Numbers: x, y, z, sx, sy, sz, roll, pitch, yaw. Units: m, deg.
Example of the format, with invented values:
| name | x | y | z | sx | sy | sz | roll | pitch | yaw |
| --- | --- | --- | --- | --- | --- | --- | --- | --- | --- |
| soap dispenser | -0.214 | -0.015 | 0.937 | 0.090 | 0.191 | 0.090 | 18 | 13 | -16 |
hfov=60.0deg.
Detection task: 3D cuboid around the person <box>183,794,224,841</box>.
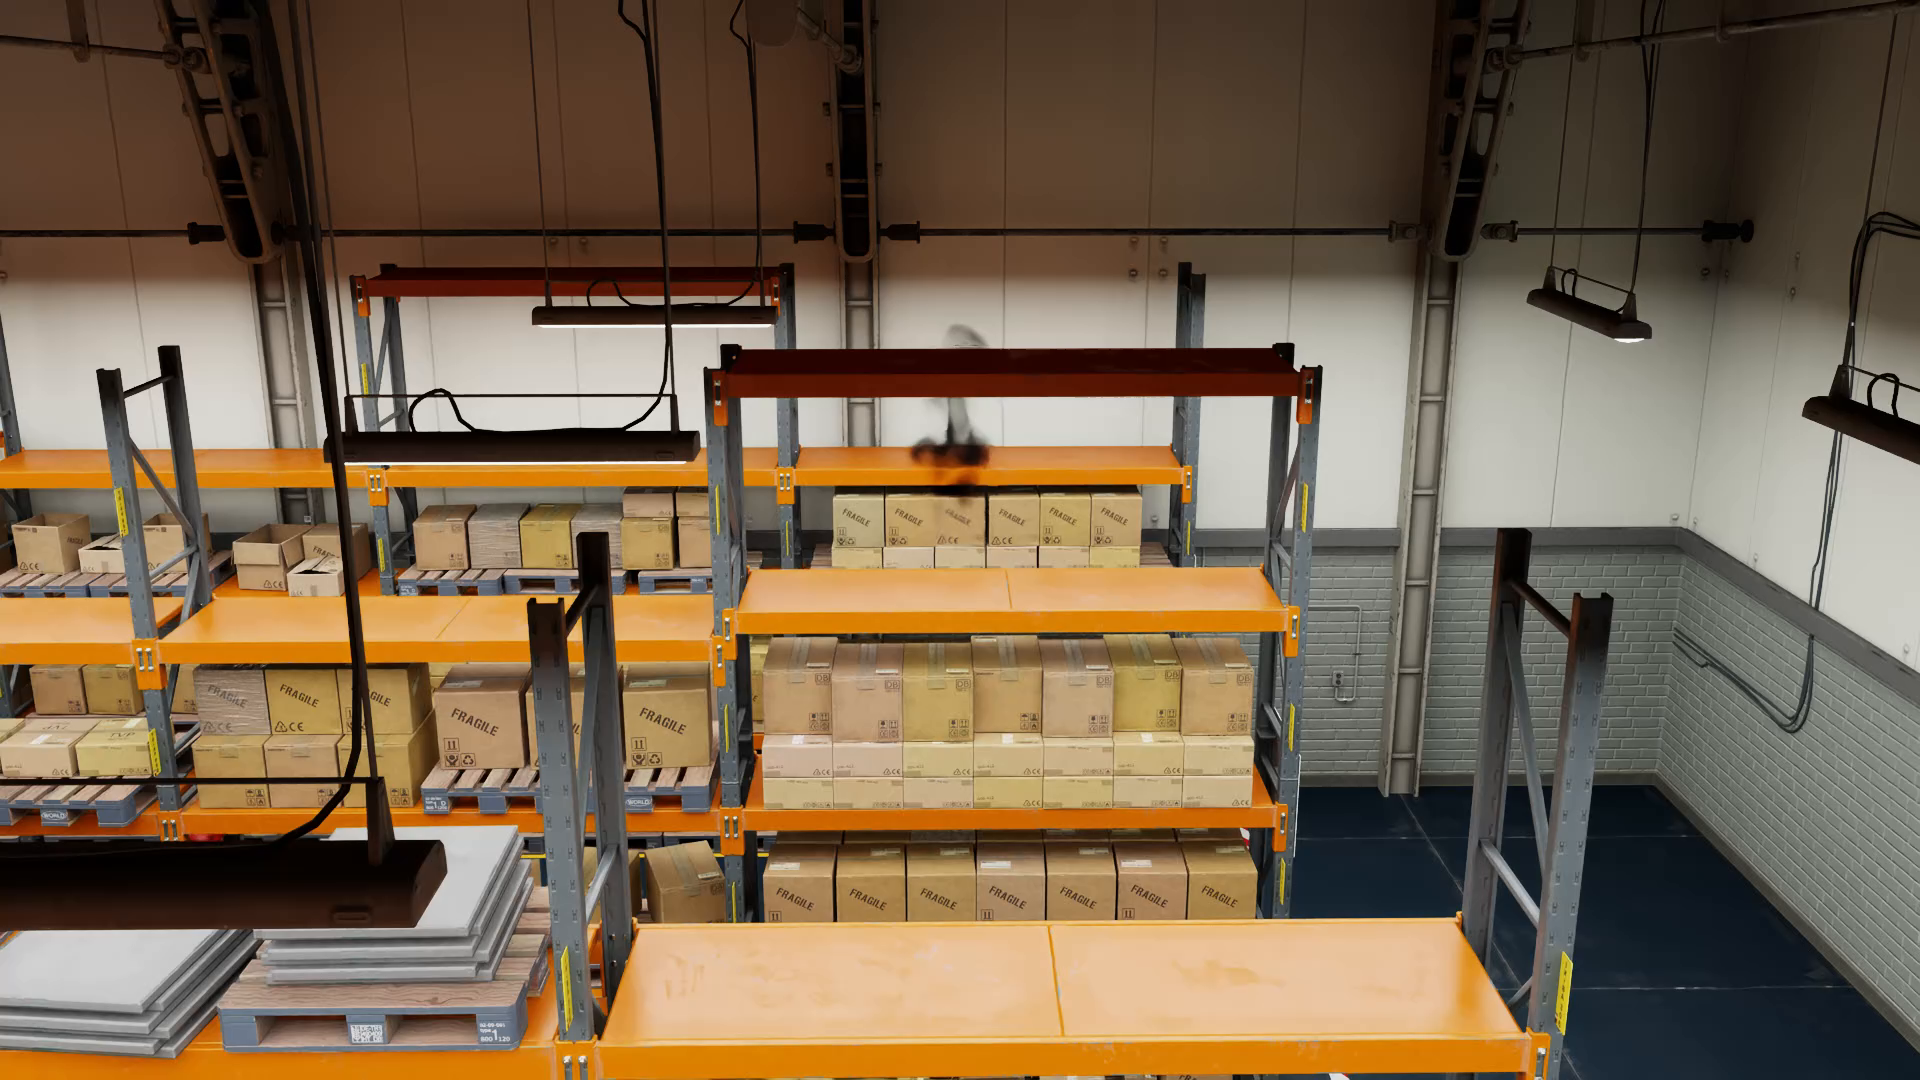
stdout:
| name | x | y | z | sx | sy | sz | roll | pitch | yaw |
| --- | --- | --- | --- | --- | --- | --- | --- | --- | --- |
| person | -6.797 | 3.079 | 15.005 | 0.574 | 1.686 | 0.698 | -1 | 16 | -4 |
